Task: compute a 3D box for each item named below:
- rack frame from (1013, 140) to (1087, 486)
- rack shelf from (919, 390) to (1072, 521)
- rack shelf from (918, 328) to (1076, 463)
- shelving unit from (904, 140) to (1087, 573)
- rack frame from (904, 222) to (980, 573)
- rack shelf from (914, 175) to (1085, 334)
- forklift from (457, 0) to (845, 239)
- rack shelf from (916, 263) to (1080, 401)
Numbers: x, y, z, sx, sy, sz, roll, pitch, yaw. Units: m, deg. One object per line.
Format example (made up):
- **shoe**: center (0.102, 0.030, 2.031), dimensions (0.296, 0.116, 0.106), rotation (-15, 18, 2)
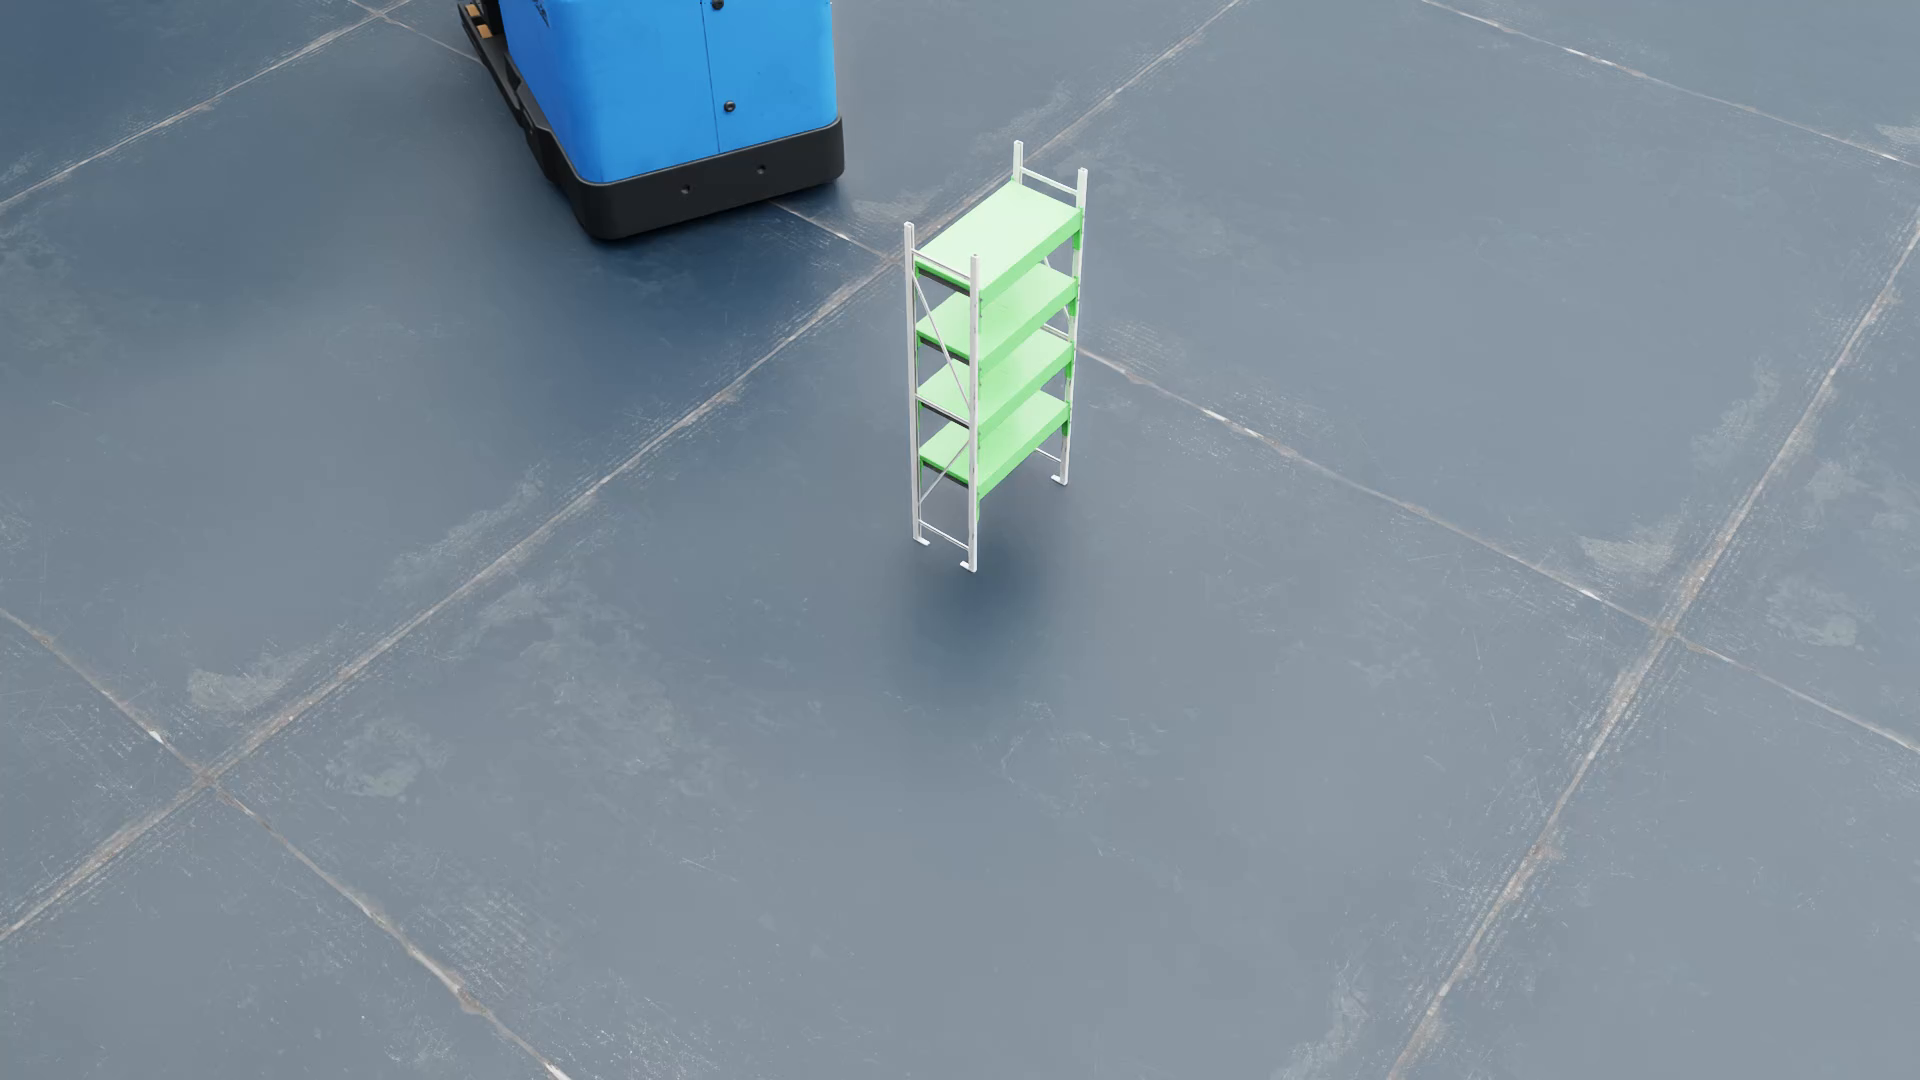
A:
- **rack frame**: center (0.250, -0.649, 5.040), dimensions (0.240, 1.200, 0.015), rotation (29, 53, 25)
- **rack shelf**: center (0.101, -0.299, 5.126), dimensions (0.258, 0.148, 0.480), rotation (29, 53, 25)
- **rack shelf**: center (0.101, -0.465, 4.953), dimensions (0.258, 0.148, 0.480), rotation (29, 53, 25)
- **shelving unit**: center (0.101, -0.509, 4.907), dimensions (0.258, 1.200, 0.503), rotation (29, 53, 25)
- **rack frame**: center (-0.048, -0.370, 4.773), dimensions (0.240, 1.200, 0.015), rotation (29, 53, 25)
- **rack shelf**: center (0.101, -0.797, 4.606), dimensions (0.258, 0.148, 0.480), rotation (29, 53, 25)
- **forklift**: center (-1.550, -3.212, 6.291), dimensions (1.130, 2.935, 3.031), rotation (-19, 49, -18)
- **rack shelf**: center (0.101, -0.631, 4.779), dimensions (0.258, 0.148, 0.480), rotation (29, 53, 25)
